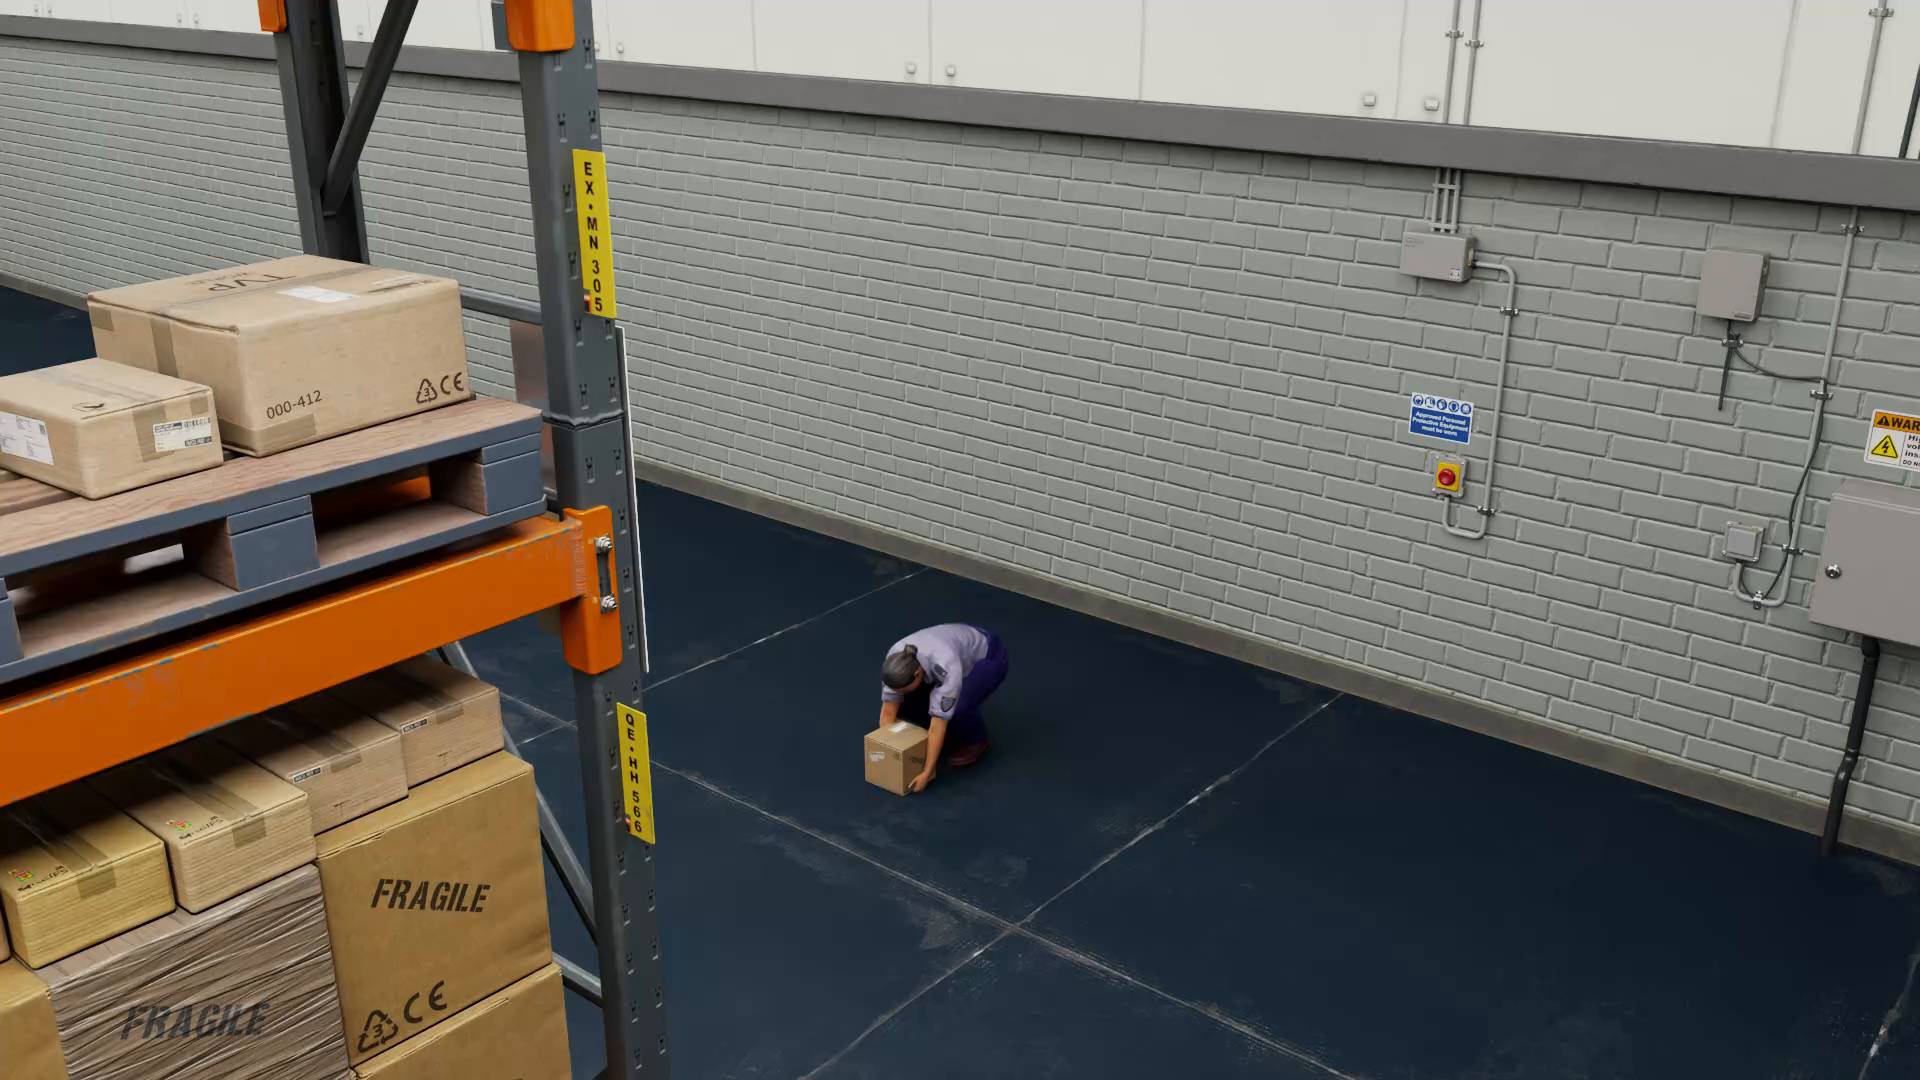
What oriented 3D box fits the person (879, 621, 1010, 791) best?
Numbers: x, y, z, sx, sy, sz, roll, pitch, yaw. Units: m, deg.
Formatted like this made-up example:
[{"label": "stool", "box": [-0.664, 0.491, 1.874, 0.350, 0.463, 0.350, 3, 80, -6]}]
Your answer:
[{"label": "person", "box": [-0.113, 0.774, 8.362, 0.495, 0.740, 0.883, 15, 25, 35]}]
